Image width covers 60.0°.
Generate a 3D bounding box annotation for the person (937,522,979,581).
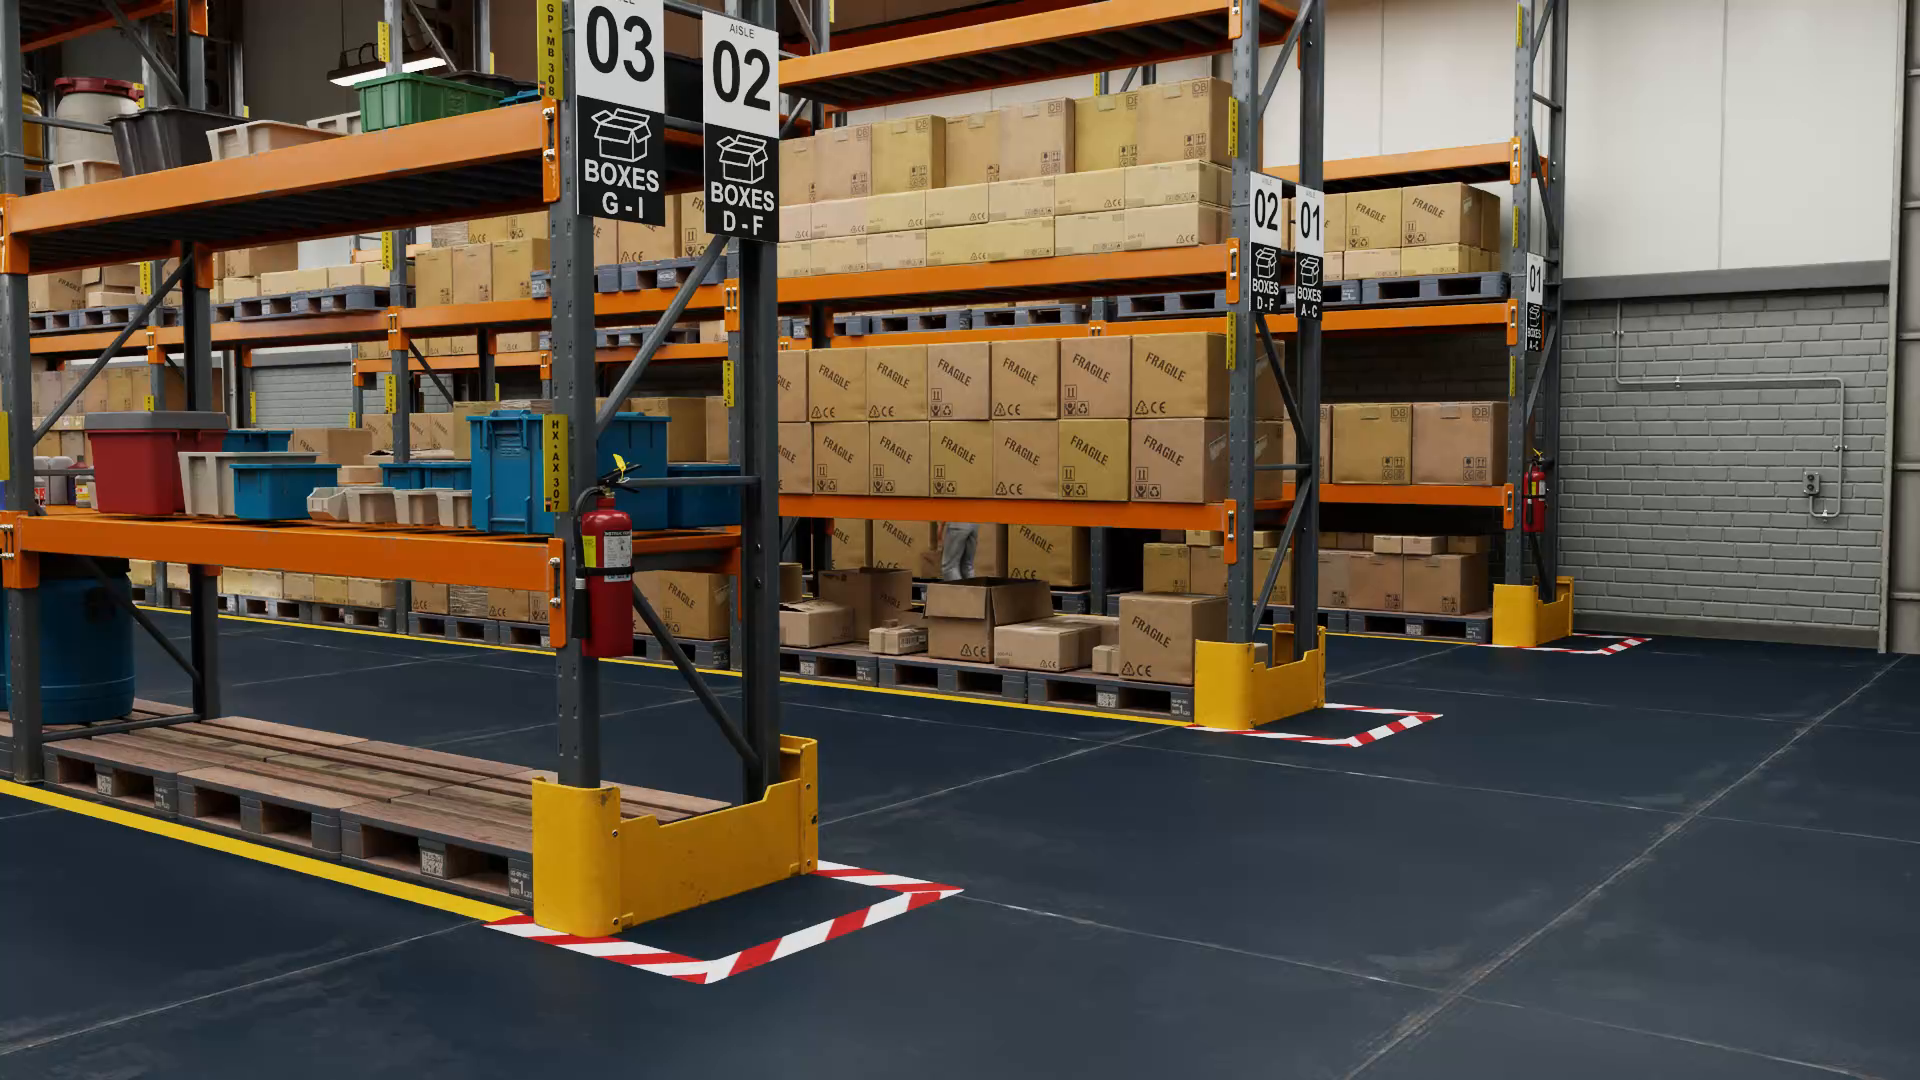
[{"bbox_3d":[-0.009,-0.092,15.695,0.362,1.676,0.474,2,4,34],"label":"person"}]
